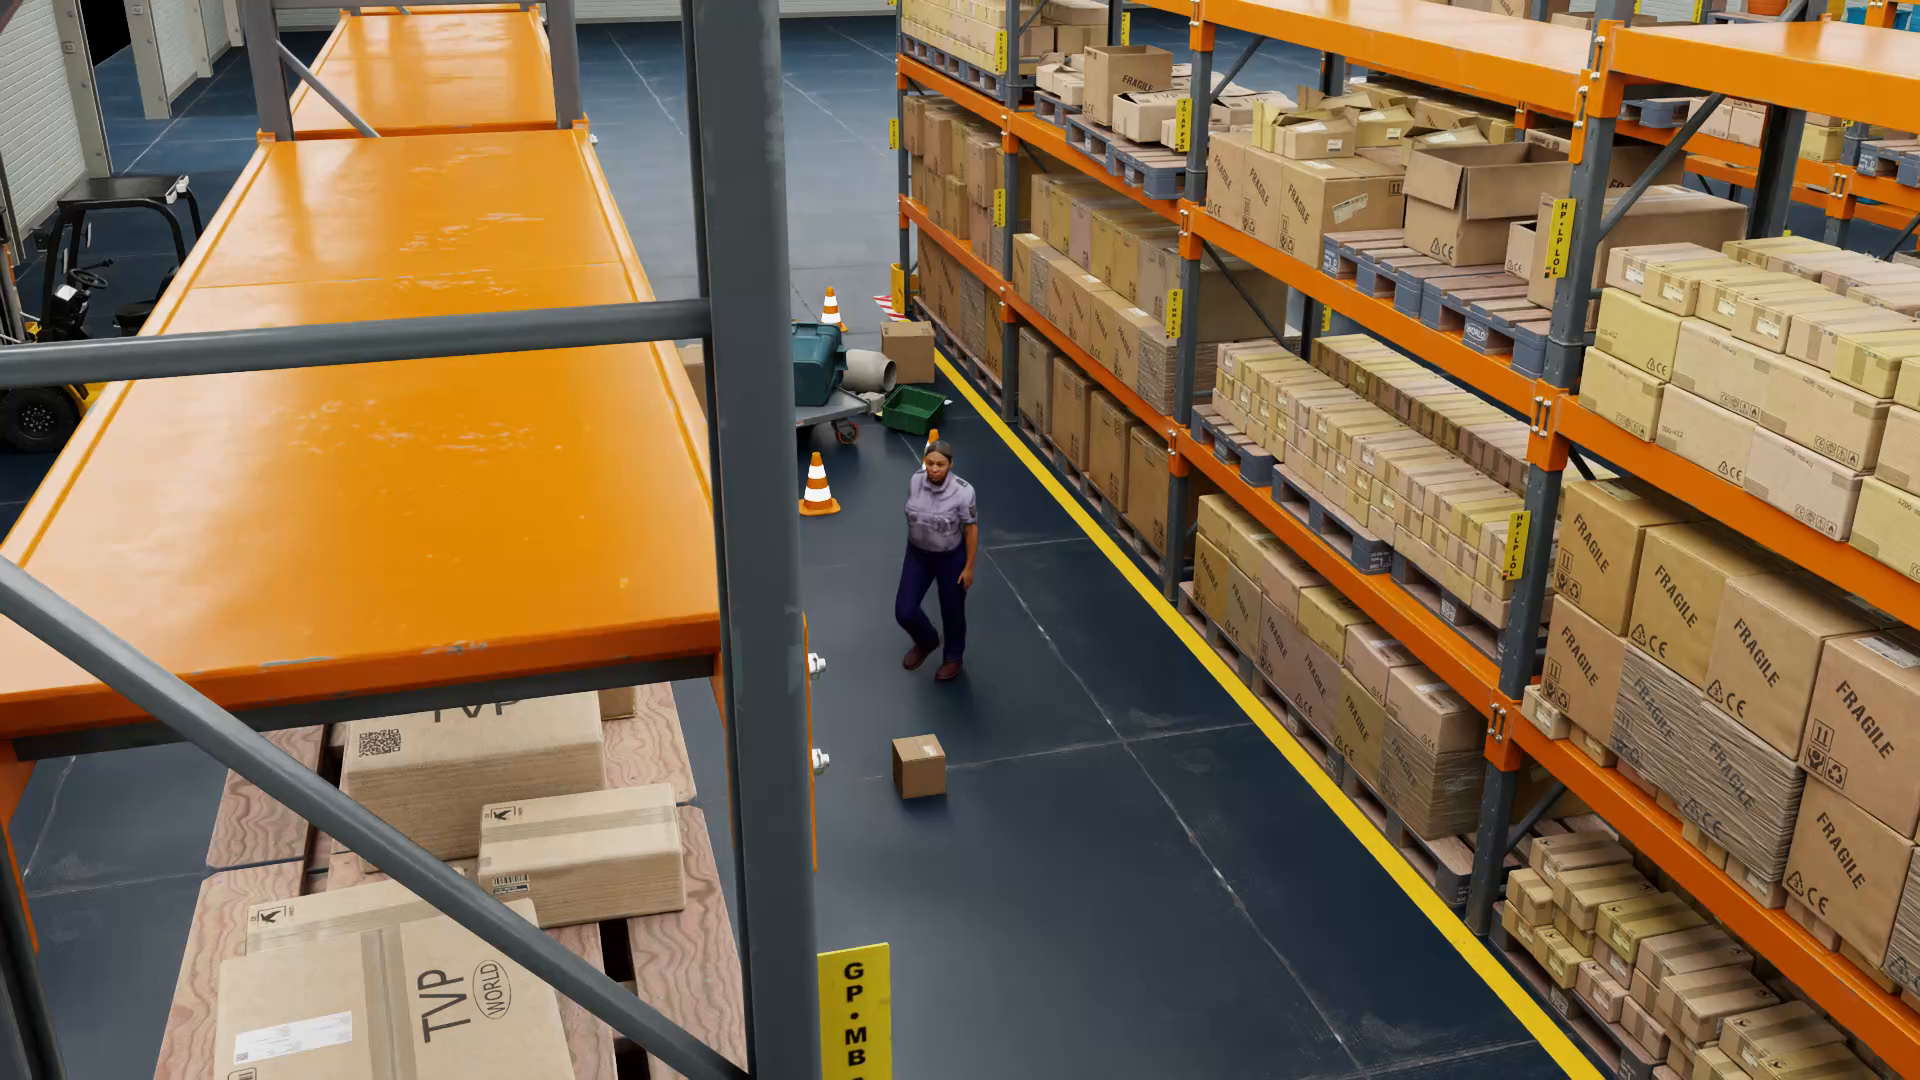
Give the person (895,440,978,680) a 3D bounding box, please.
[{"bbox_3d":[-0.128,0.126,10.331,0.526,1.634,0.478,9,25,21],"label":"person"}]
